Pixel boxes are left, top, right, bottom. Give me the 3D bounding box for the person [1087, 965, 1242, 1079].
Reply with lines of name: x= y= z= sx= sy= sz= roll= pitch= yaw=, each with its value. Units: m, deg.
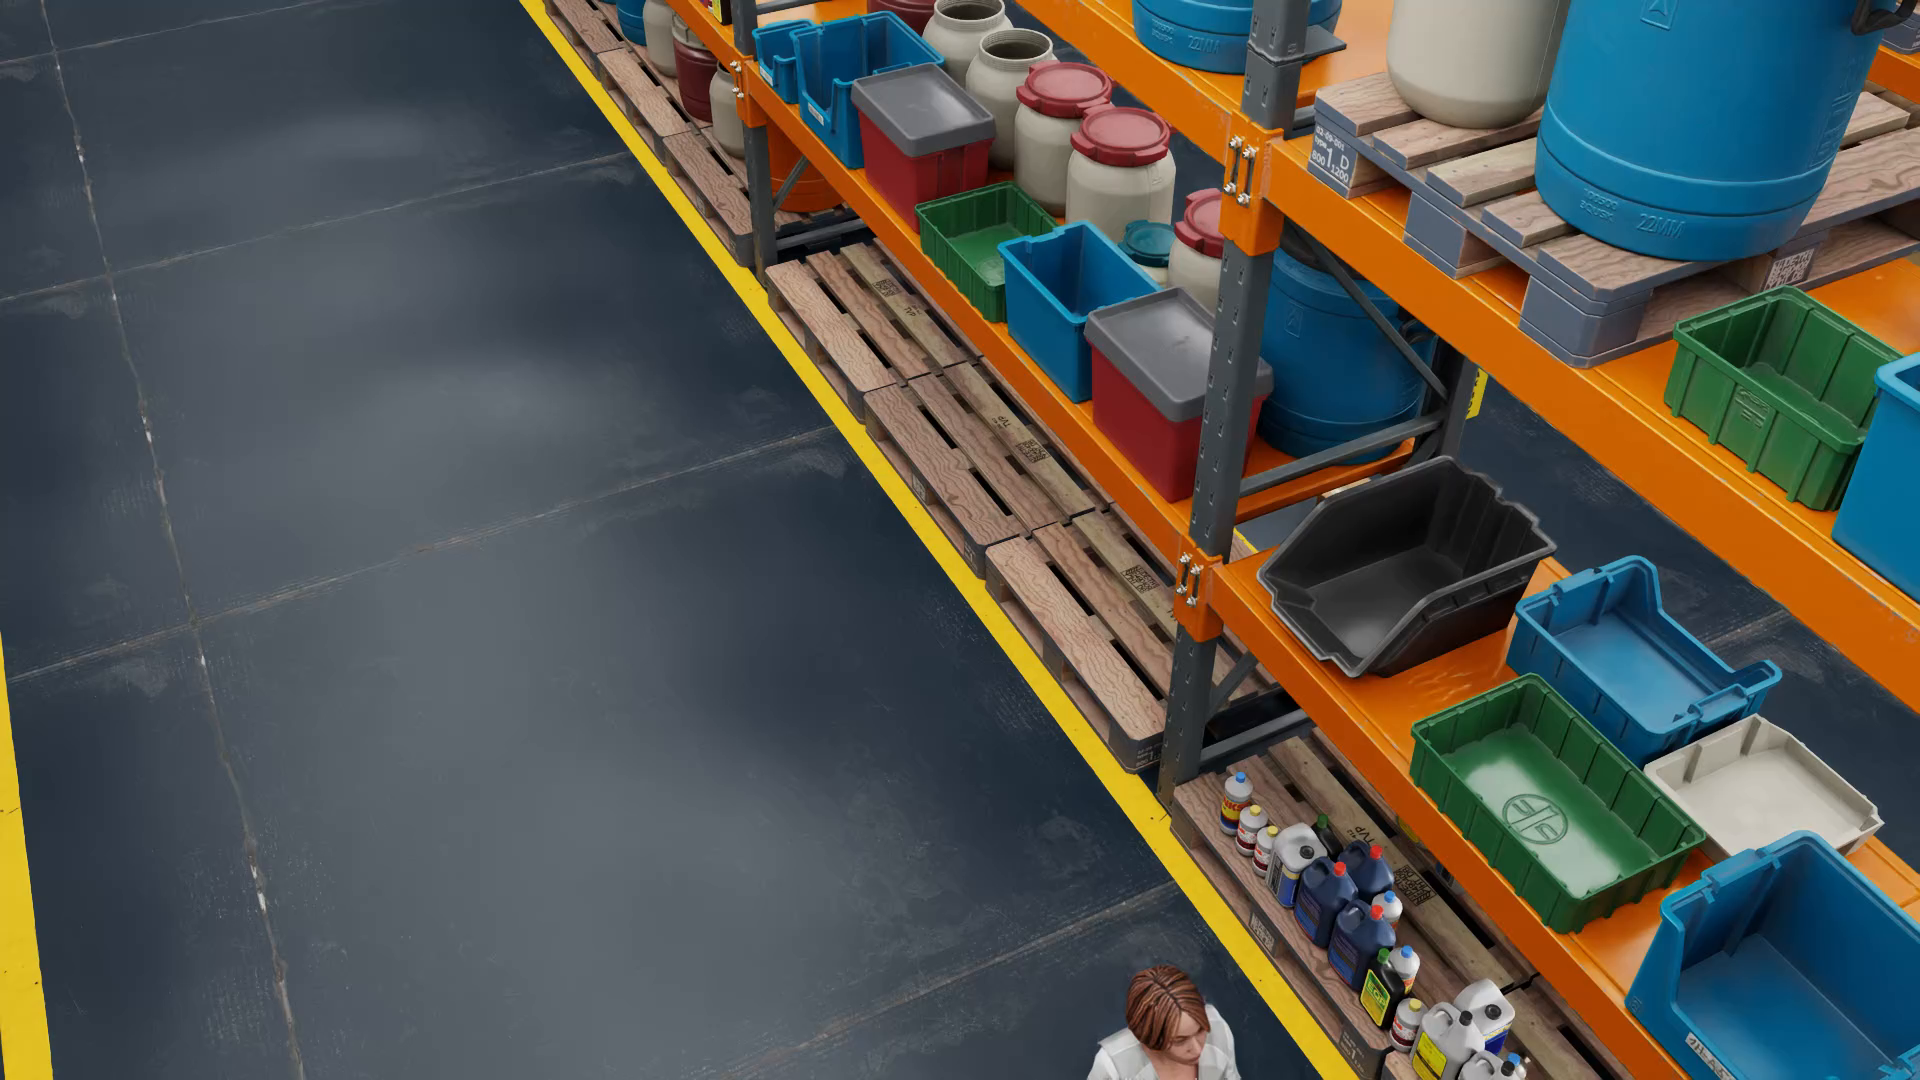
person: x=0.526 y=1.615 z=4.363 sx=0.442 sy=1.537 sz=0.976 roll=-18 pitch=45 yaw=-19
